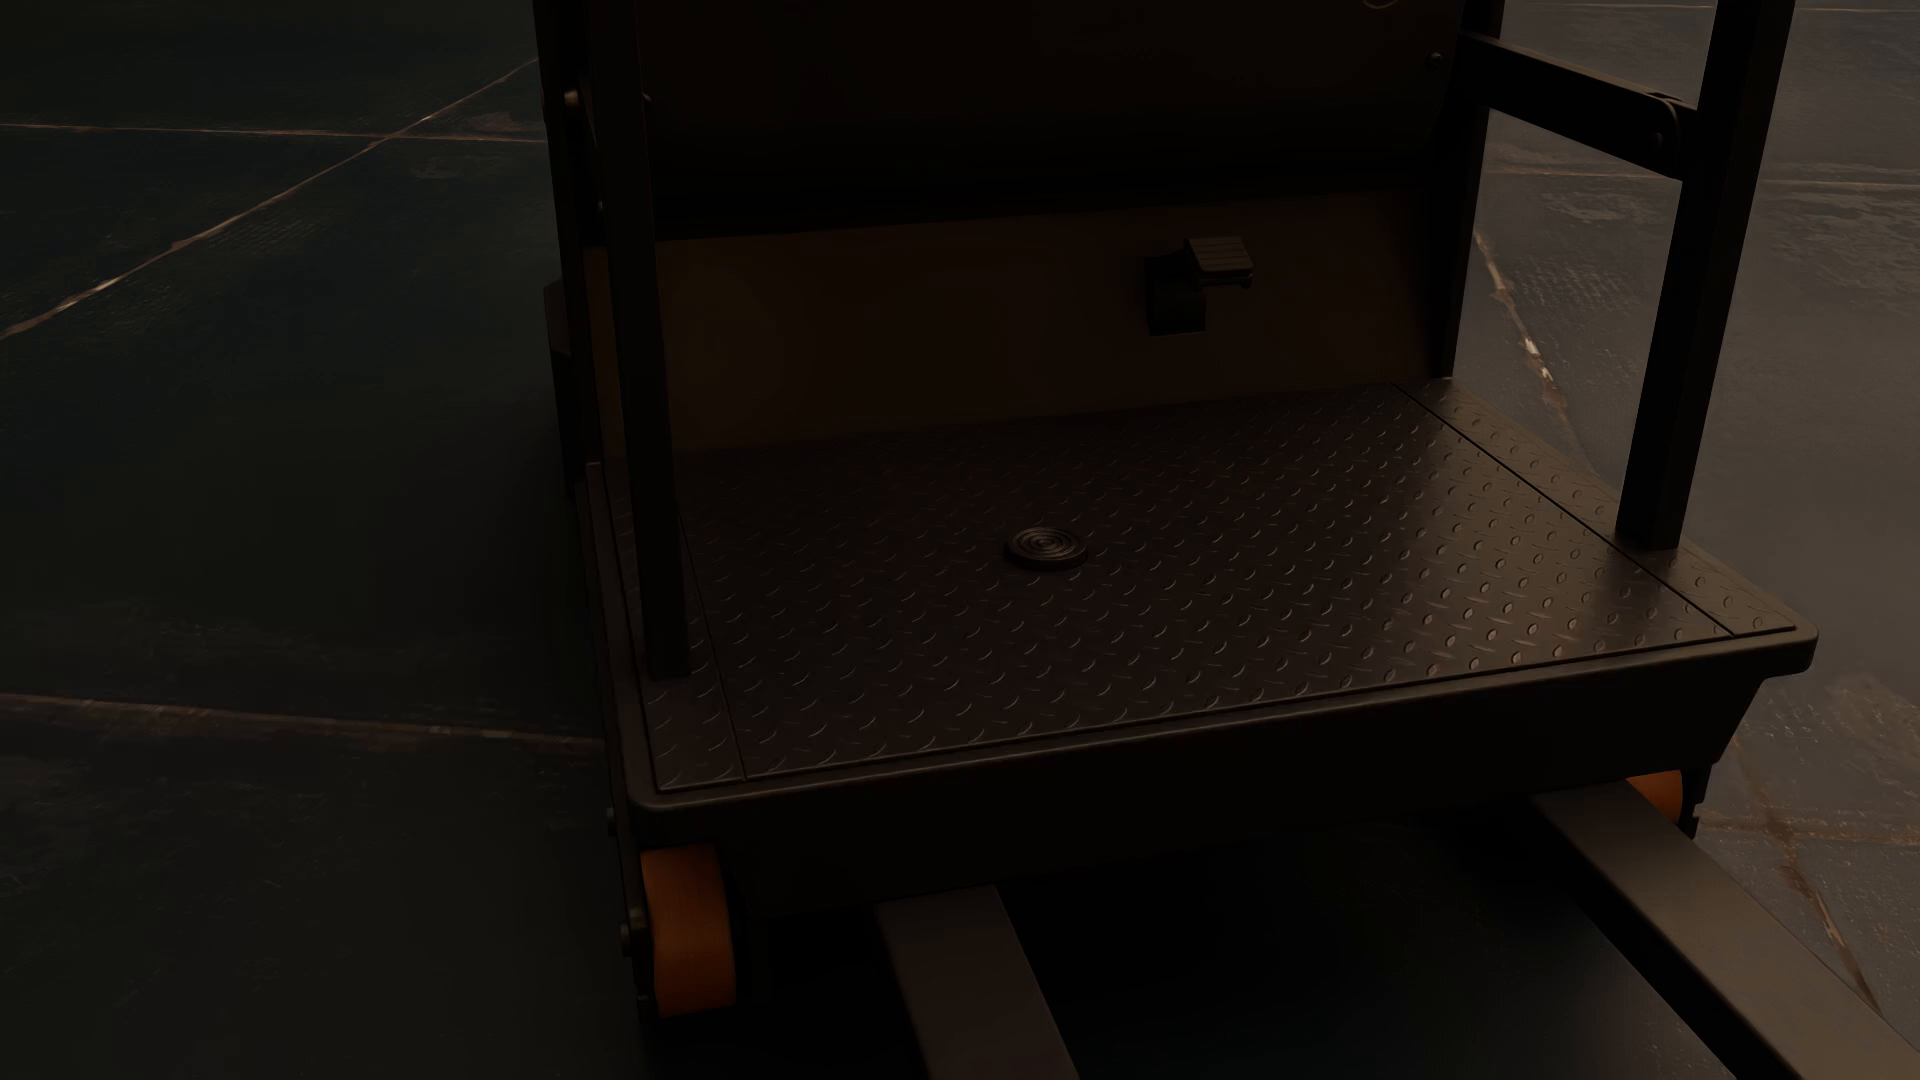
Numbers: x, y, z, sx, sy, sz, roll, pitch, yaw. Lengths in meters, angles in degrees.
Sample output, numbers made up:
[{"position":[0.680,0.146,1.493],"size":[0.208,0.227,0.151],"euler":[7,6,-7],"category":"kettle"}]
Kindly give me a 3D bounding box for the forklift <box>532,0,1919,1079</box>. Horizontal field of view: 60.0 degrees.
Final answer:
[{"position":[0.153,-1.049,1.319],"size":[1.130,2.935,3.031],"euler":[-7,27,-13],"category":"forklift"}]
